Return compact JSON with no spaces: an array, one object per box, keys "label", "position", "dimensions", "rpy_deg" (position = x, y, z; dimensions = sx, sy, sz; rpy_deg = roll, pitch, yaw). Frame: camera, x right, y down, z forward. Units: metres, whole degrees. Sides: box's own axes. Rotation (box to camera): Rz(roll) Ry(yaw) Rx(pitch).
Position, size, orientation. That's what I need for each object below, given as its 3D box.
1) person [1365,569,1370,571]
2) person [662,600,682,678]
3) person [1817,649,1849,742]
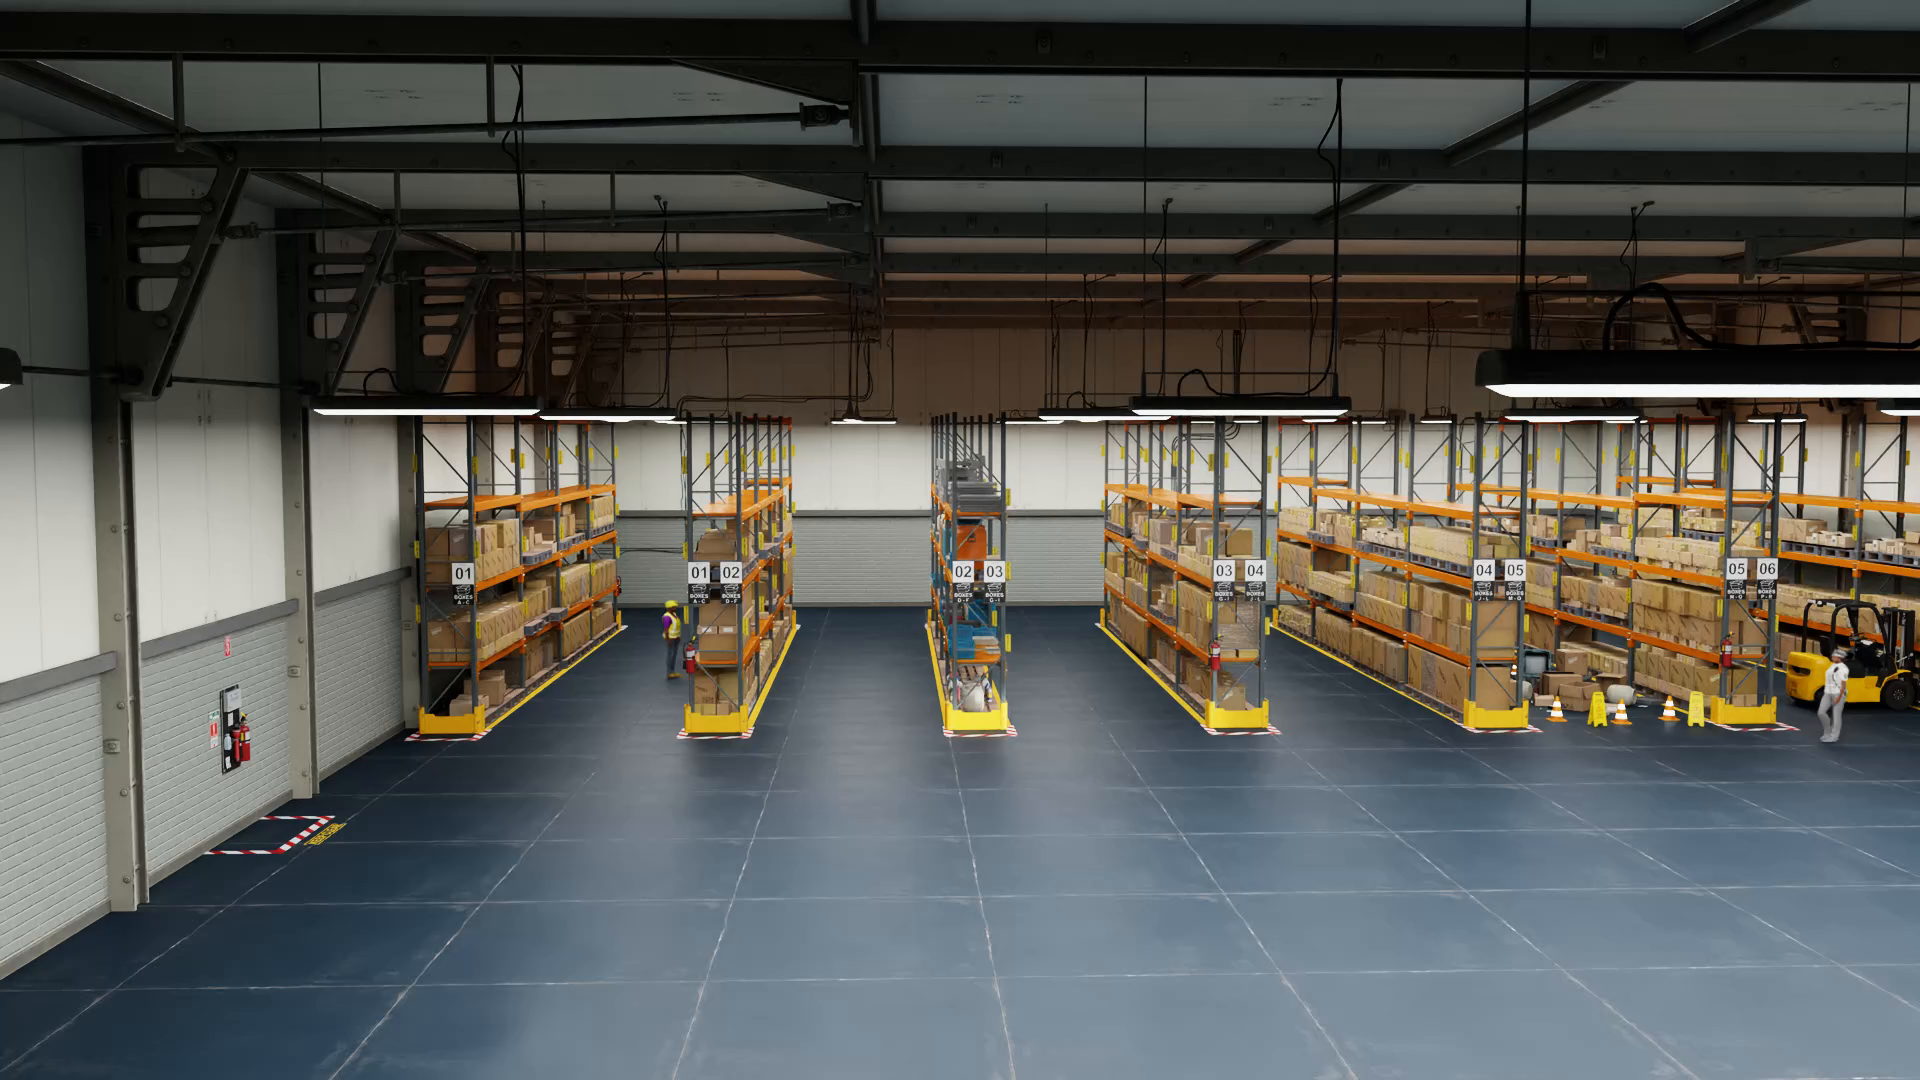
[{"label":"person","position":[11.447,1.677,46.931],"dimensions":[0.441,1.723,0.559],"rpy_deg":[1,4,8]},{"label":"person","position":[-6.582,2.254,37.979],"dimensions":[0.368,1.766,0.632],"rpy_deg":[2,4,21]},{"label":"person","position":[15.898,2.842,30.259],"dimensions":[0.449,1.718,0.483],"rpy_deg":[-2,4,-25]}]
